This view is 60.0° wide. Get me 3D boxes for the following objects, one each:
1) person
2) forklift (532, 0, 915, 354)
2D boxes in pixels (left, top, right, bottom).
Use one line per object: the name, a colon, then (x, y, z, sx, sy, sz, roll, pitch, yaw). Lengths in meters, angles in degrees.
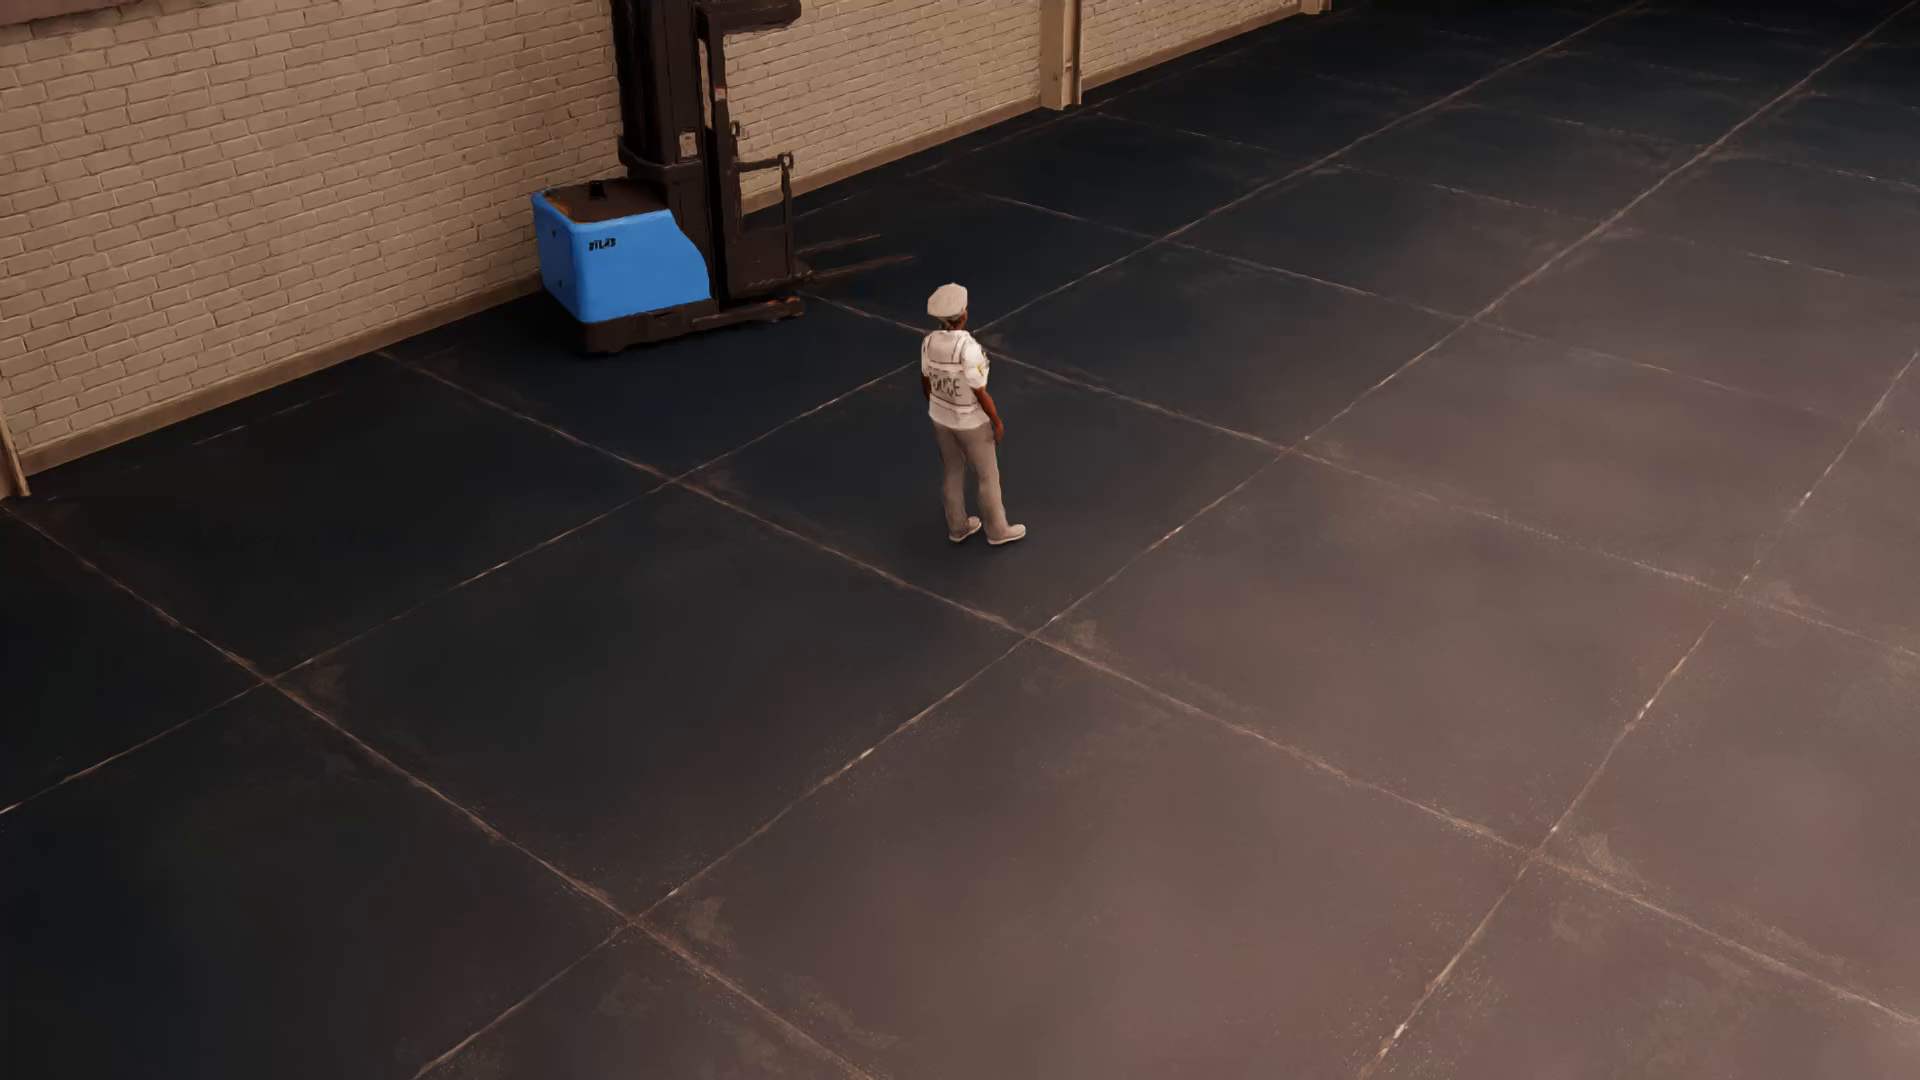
person: (0.062, -0.762, 10.108, 0.570, 1.695, 0.529, 22, 37, 33)
forklift: (-1.850, -3.253, 13.163, 3.031, 2.935, 1.130, -17, 34, -26)
